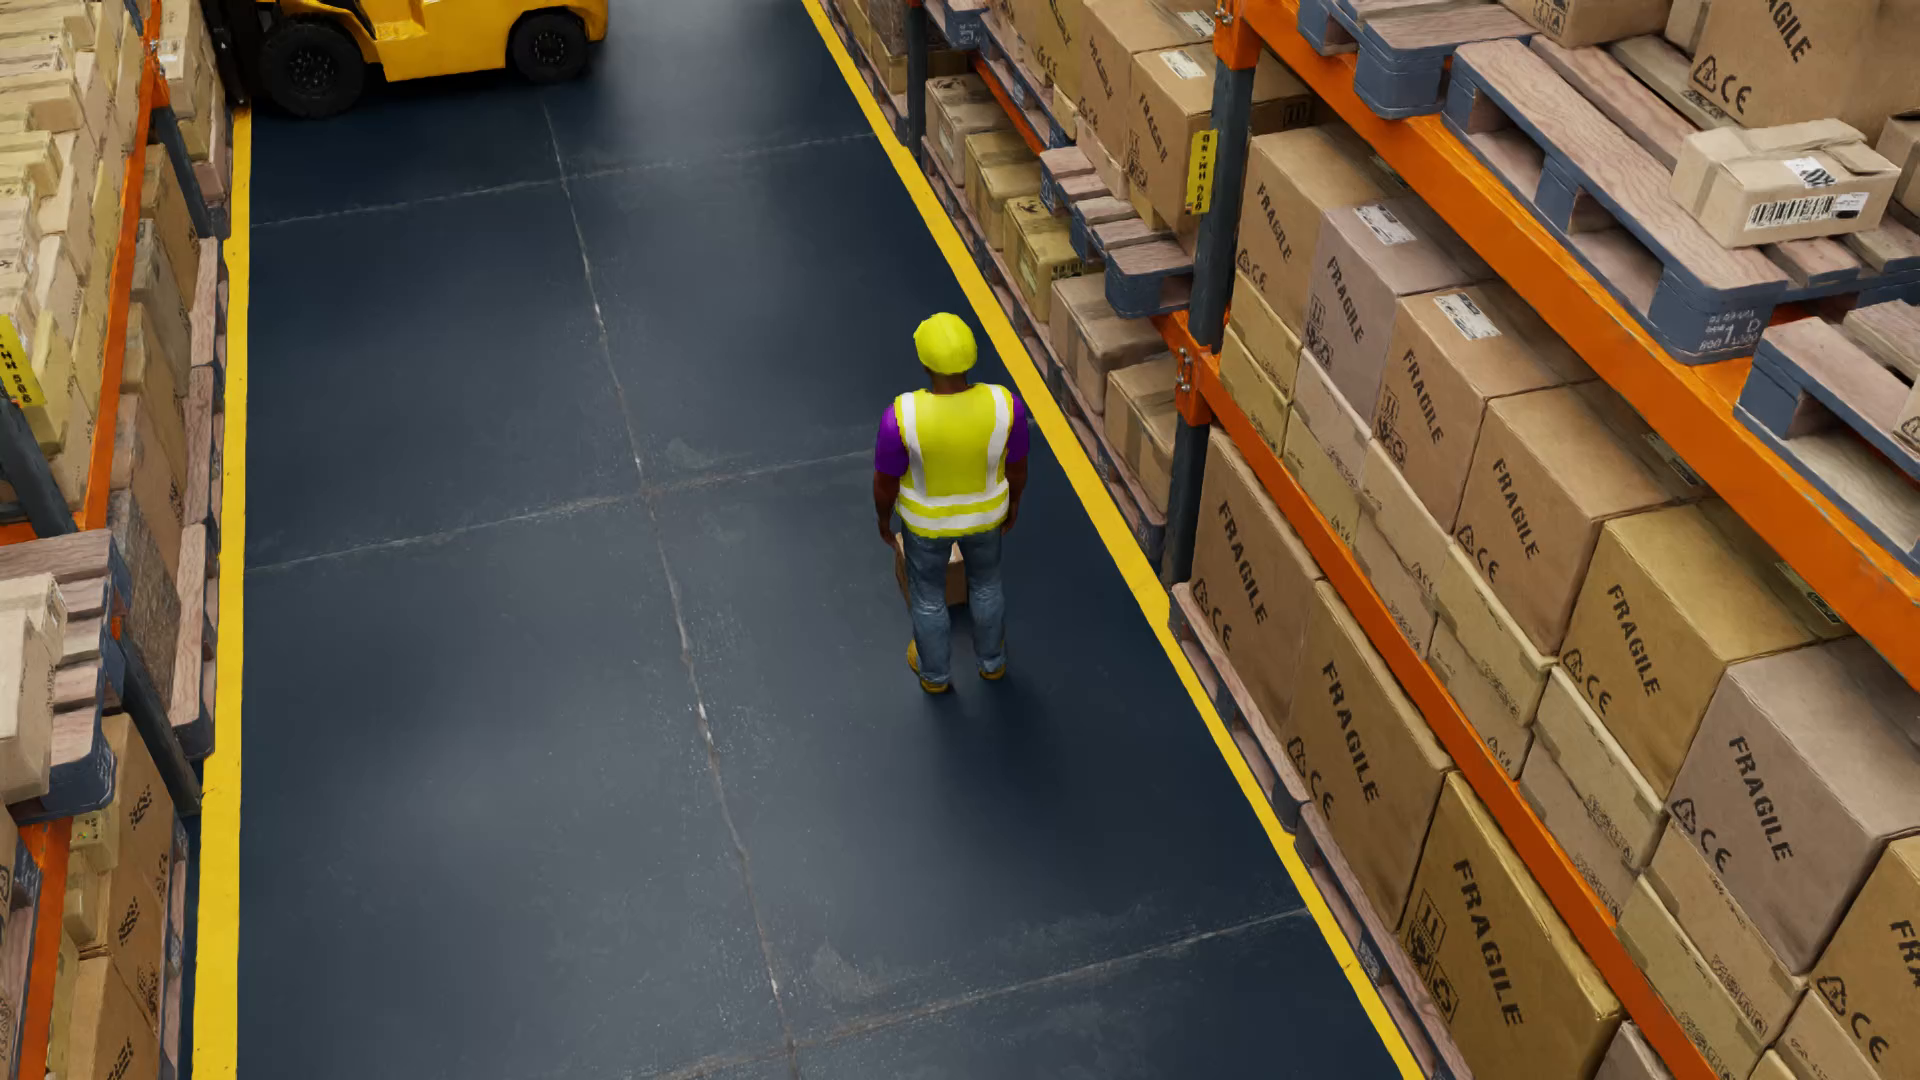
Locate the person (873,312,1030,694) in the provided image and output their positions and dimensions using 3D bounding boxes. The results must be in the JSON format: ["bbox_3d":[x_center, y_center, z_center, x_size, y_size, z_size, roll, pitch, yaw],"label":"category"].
[{"bbox_3d":[-0.043,-0.127,6.283,0.577,1.766,0.406,-7,42,-8],"label":"person"}]
